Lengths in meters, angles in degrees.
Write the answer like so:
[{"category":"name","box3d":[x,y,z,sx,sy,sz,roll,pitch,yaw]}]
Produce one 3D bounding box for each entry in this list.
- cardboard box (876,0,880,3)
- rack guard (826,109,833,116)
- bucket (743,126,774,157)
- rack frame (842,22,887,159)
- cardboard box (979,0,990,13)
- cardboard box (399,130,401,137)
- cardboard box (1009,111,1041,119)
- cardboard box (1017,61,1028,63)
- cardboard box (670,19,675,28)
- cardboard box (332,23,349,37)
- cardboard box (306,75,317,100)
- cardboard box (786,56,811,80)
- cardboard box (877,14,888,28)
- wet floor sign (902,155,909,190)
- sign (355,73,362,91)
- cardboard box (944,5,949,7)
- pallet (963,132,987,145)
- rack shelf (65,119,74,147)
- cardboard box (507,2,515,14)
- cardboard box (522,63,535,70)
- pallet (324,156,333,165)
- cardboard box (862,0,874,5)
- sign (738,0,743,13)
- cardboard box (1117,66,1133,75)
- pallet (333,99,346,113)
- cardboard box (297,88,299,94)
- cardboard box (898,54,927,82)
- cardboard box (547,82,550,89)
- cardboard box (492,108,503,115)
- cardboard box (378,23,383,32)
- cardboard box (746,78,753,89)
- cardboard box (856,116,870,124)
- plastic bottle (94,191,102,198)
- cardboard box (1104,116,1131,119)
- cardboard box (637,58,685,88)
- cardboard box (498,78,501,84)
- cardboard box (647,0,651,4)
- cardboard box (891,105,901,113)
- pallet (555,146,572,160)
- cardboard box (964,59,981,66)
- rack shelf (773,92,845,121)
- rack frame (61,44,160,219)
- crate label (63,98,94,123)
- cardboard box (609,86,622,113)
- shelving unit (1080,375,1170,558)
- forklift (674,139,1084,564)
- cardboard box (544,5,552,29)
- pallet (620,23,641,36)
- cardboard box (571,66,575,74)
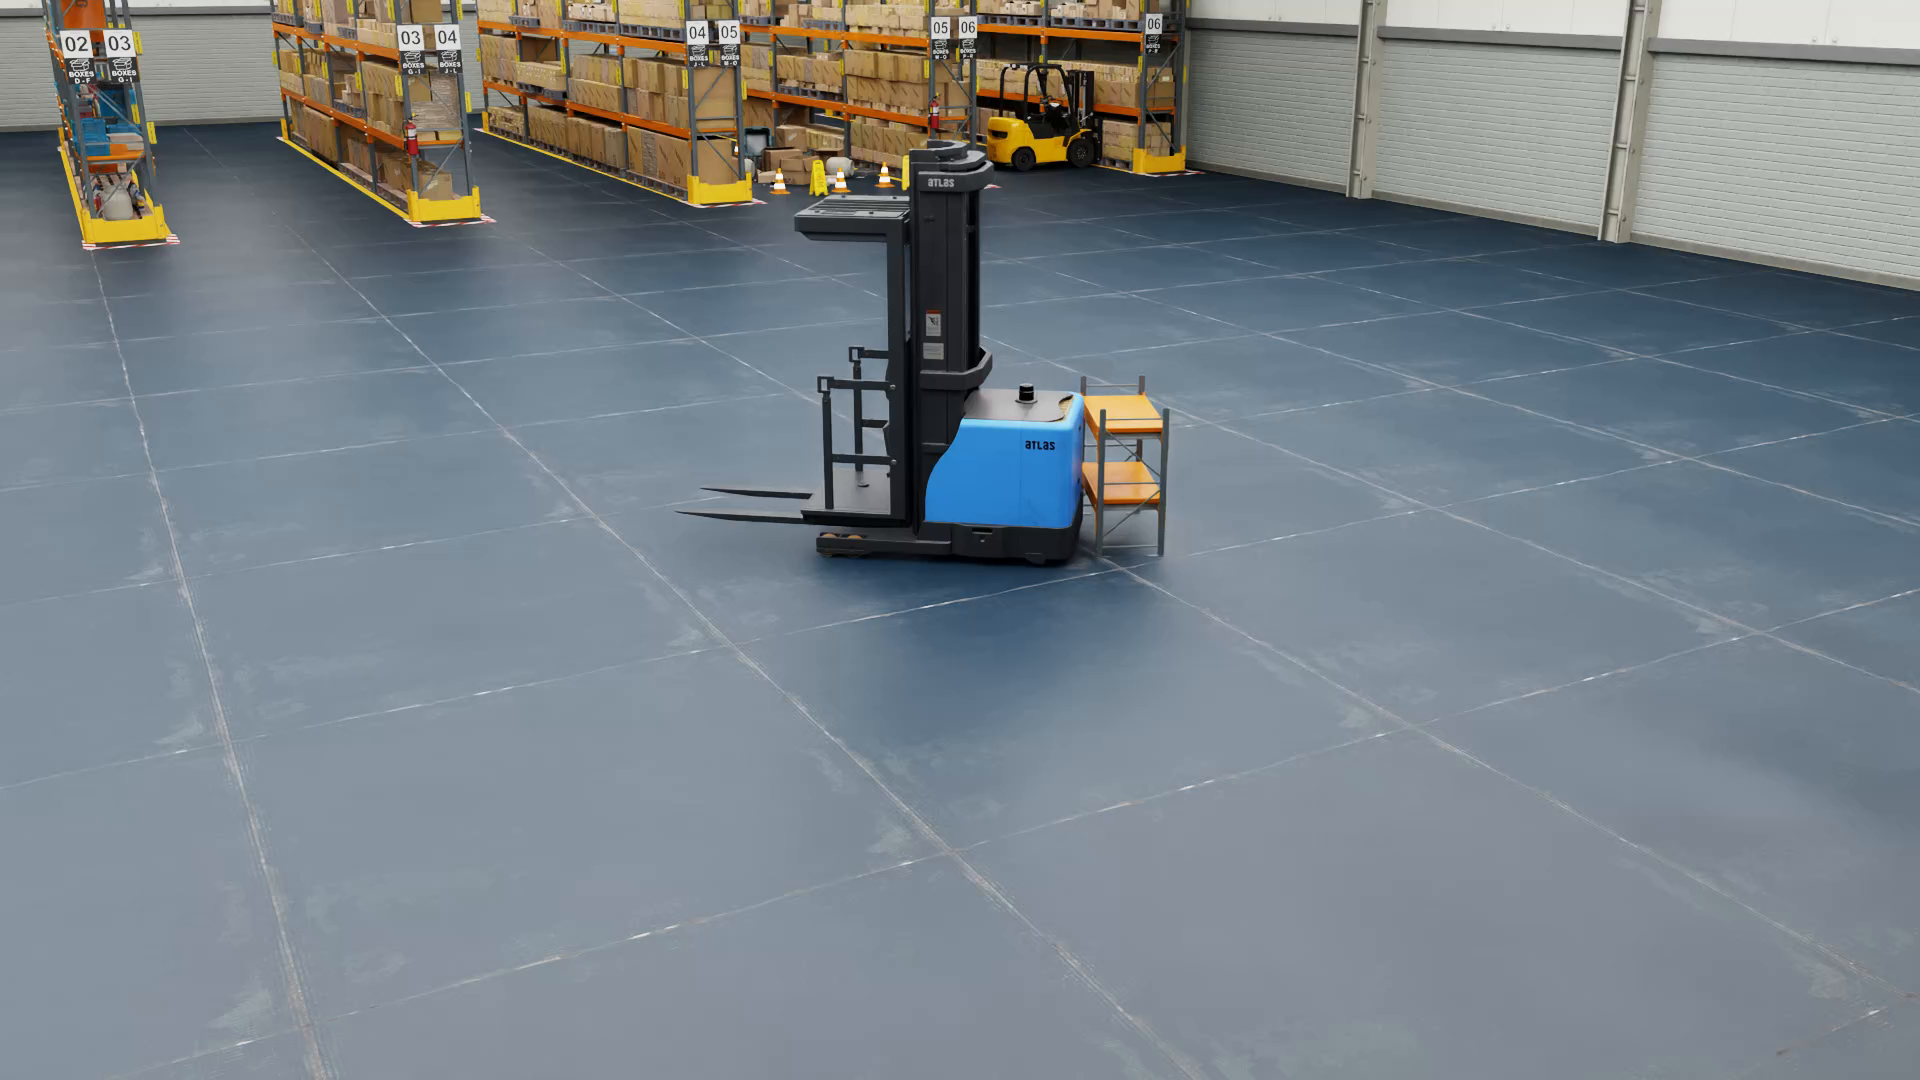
[{"category":"cardboard box","box3d":[-1.929,-14.549,44.605,0.500,0.250,0.500,-10,21,-27]},{"category":"rack guard","box3d":[-3.341,-12.662,48.561,1.175,0.500,0.348,-10,21,-27]},{"category":"bucket","box3d":[-4.260,-8.345,34.904,0.726,0.611,0.620,-3,9,-8]},{"category":"rack frame","box3d":[-2.045,-9.651,36.002,1.000,3.000,0.127,-10,21,-27]},{"category":"cardboard box","box3d":[0.879,-12.905,39.884,0.700,0.500,0.500,-10,22,-28]},{"category":"cardboard box","box3d":[-9.571,-7.109,29.019,0.380,0.149,0.250,-10,21,-27]},{"category":"cardboard box","box3d":[1.702,-9.869,39.630,0.875,0.625,0.625,-10,22,-27]},{"category":"cardboard box","box3d":[1.501,-11.423,39.990,0.380,0.149,0.250,-9,21,-25]},{"category":"cardboard box","box3d":[-5.029,-9.368,30.170,0.380,0.149,0.250,-10,21,-26]},{"category":"cardboard box","box3d":[-12.171,-10.144,33.060,0.500,0.250,0.500,-9,21,-26]},{"category":"cardboard box","box3d":[-14.327,-10.145,37.280,0.500,0.500,0.500,-10,21,-27]},{"category":"cardboard box","box3d":[-3.681,-10.872,38.288,0.500,0.500,0.500,-9,21,-24]},{"category":"cardboard box","box3d":[-1.356,-10.533,33.733,0.500,0.250,0.500,-10,21,-26]},{"category":"wet floor sign","box3d":[-0.997,-7.170,32.420,0.267,0.644,0.232,-3,19,-8]},{"category":"sign","box3d":[-11.253,-8.576,31.112,0.100,0.325,0.005,-10,21,-27]},{"category":"cardboard box","box3d":[-0.166,-13.326,41.672,0.380,0.149,0.250,-9,21,-25]},{"category":"pallet","box3d":[0.779,-10.009,41.313,1.003,0.211,1.213,-10,21,-27]},{"category":"rack shelf","box3d":[-16.075,-7.583,31.111,1.077,0.370,4.000,-10,21,-27]},{"category":"cardboard box","box3d":[-10.595,-12.828,40.075,0.500,0.250,0.500,-11,22,-29]},{"category":"cardboard box","box3d":[-10.113,-11.175,39.249,0.380,0.149,0.250,-10,21,-26]},{"category":"pallet","box3d":[-13.549,-8.534,37.039,1.003,0.211,1.213,-10,21,-27]},{"category":"cardboard box","box3d":[-2.215,-11.804,36.463,0.500,0.250,0.500,-10,22,-28]},{"category":"sign","box3d":[-3.963,-9.660,29.968,0.100,0.325,0.005,-10,21,-27]},{"category":"cardboard box","box3d":[3.573,-9.974,35.335,0.380,0.149,0.250,-9,21,-25]},{"category":"pallet","box3d":[-12.234,-8.986,34.367,1.213,0.211,1.003,-10,21,-27]},{"category":"cardboard box","box3d":[-15.243,-10.478,38.784,0.380,0.149,0.250,-10,22,-28]},{"category":"cardboard box","box3d":[-0.814,-9.423,33.198,0.700,0.500,0.500,-10,21,-26]},{"category":"cardboard box","box3d":[-9.131,-10.299,37.621,0.380,0.149,0.250,-10,21,-26]},{"category":"cardboard box","box3d":[-11.858,-11.077,42.948,0.380,0.149,0.250,-10,21,-27]},{"category":"cardboard box","box3d":[-9.885,-8.909,28.873,0.380,0.149,0.250,-11,22,-29]},{"category":"cardboard box","box3d":[-4.894,-11.125,40.502,0.500,0.250,0.500,-10,22,-27]},{"category":"cardboard box","box3d":[-1.996,-8.955,35.411,0.380,0.149,0.250,-10,21,-26]},{"category":"plastic bottle","box3d":[-14.697,-5.827,28.422,0.152,0.276,0.135,-10,21,-27]},{"category":"cardboard box","box3d":[3.454,-9.248,36.871,0.500,0.250,0.500,-10,22,-28]},{"category":"cardboard box","box3d":[-5.845,-9.186,32.768,0.875,0.550,0.550,-10,21,-27]},{"category":"cardboard box","box3d":[-11.505,-11.675,42.254,0.380,0.149,0.250,-10,22,-28]},{"category":"cardboard box","box3d":[-5.637,-10.111,31.102,0.380,0.149,0.250,-10,21,-26]},{"category":"cardboard box","box3d":[-1.180,-8.815,33.963,0.380,0.149,0.250,-10,22,-27]},{"category":"pallet","box3d":[-8.623,-8.910,38.129,1.003,0.211,1.213,-10,21,-27]},{"category":"cardboard box","box3d":[0.314,-11.786,41.041,0.380,0.149,0.250,-9,21,-25]},{"category":"rack shelf","box3d":[-2.995,-9.885,37.783,1.077,0.370,4.000,-10,21,-27]},{"category":"rack frame","box3d":[-13.226,-6.201,26.002,1.000,3.000,0.127,-10,21,-27]},{"category":"crate label","box3d":[-16.791,-8.187,31.704,0.502,0.435,0.616,-10,21,-27]},{"category":"cardboard box","box3d":[-6.836,-9.011,33.994,0.500,0.500,0.500,-10,21,-27]},{"category":"shelving unit","box3d":[1.217,-0.574,12.571,0.538,1.125,1.048,-1,19,-4]},{"category":"forklift","box3d":[-0.615,-1.419,12.250,3.031,2.935,1.130,3,19,9]},{"category":"cardboard box","box3d":[-8.997,-11.735,37.289,0.500,0.500,0.500,-10,21,-27]},{"category":"pallet","box3d":[-5.974,-9.995,32.536,1.003,0.211,1.213,-10,21,-27]},{"category":"cardboard box","box3d":[-8.670,-10.751,38.019,0.380,0.149,0.250,-11,22,-29]}]
